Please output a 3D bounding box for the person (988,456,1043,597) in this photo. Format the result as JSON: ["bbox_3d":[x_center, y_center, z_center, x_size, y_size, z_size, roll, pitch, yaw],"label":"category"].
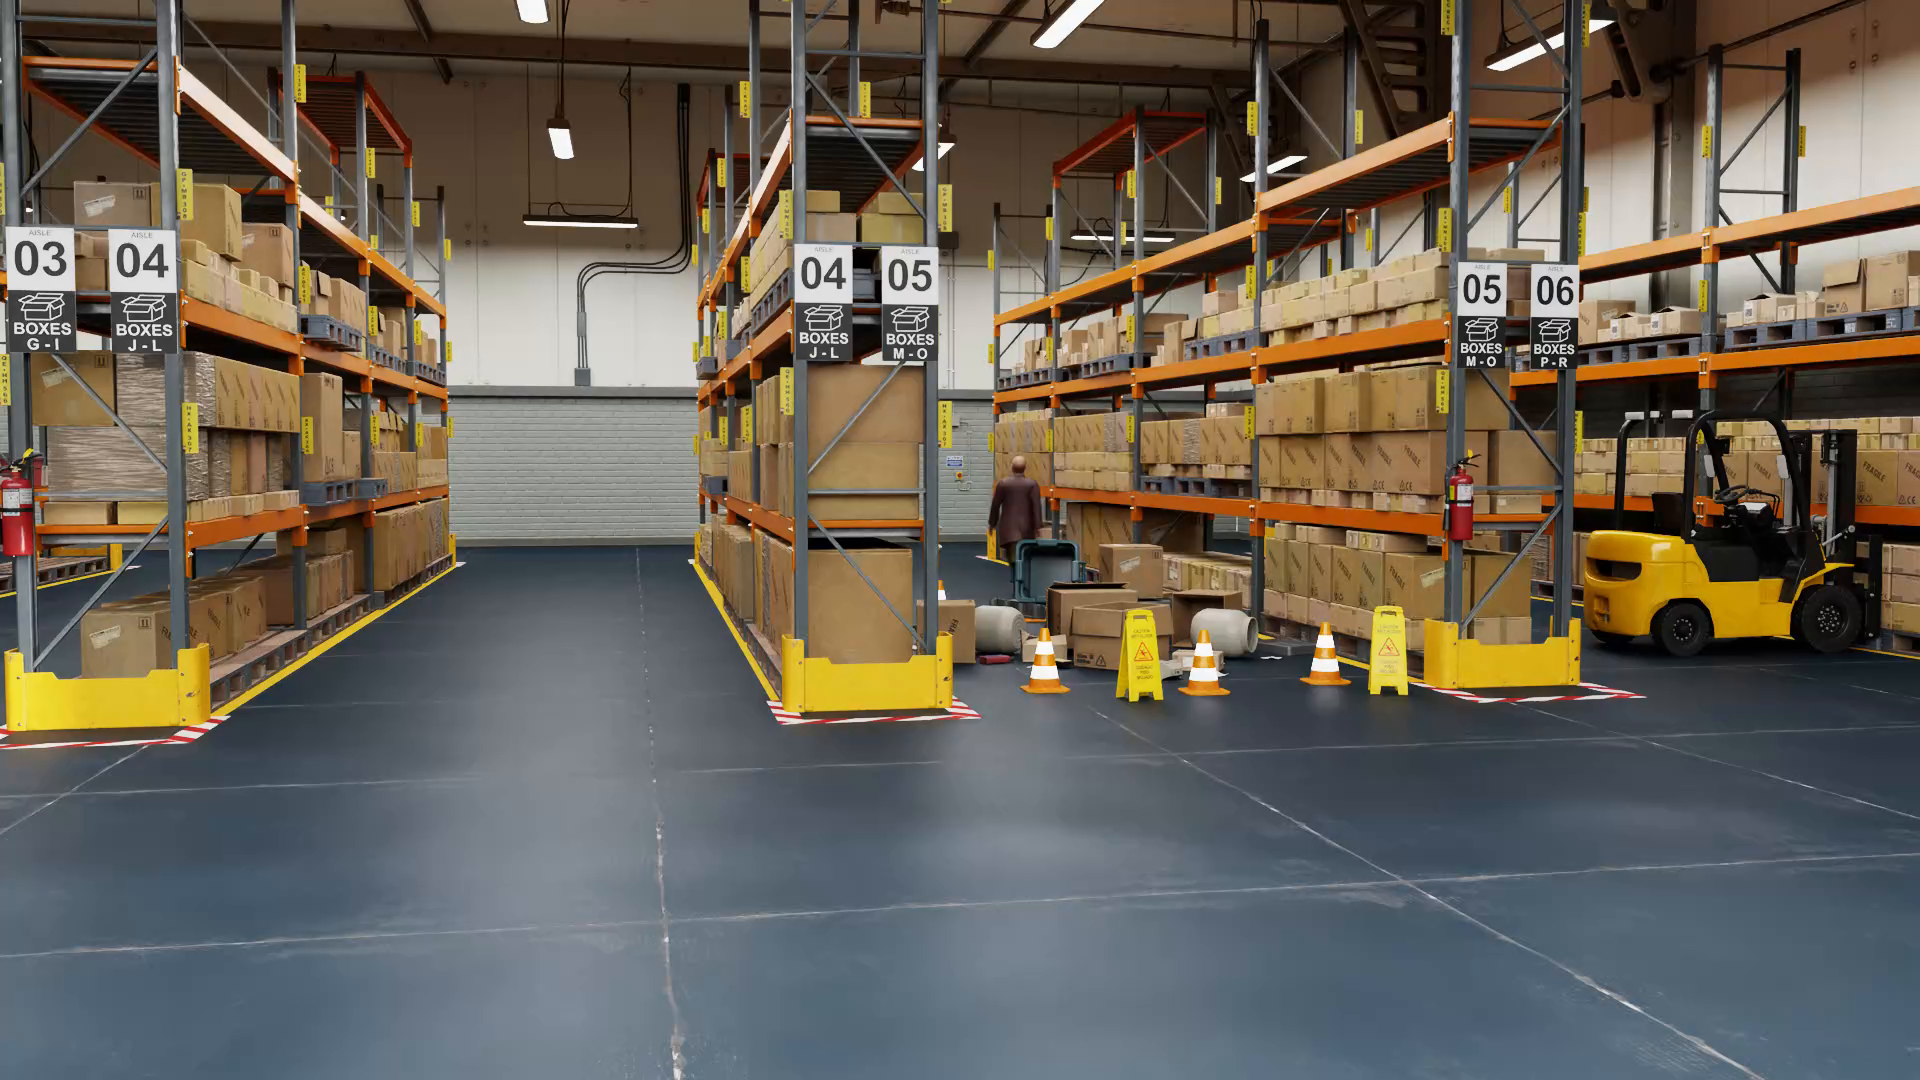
[{"bbox_3d":[0.668,-0.164,20.315,0.617,1.726,1.124,-1,3,-11],"label":"person"}]
